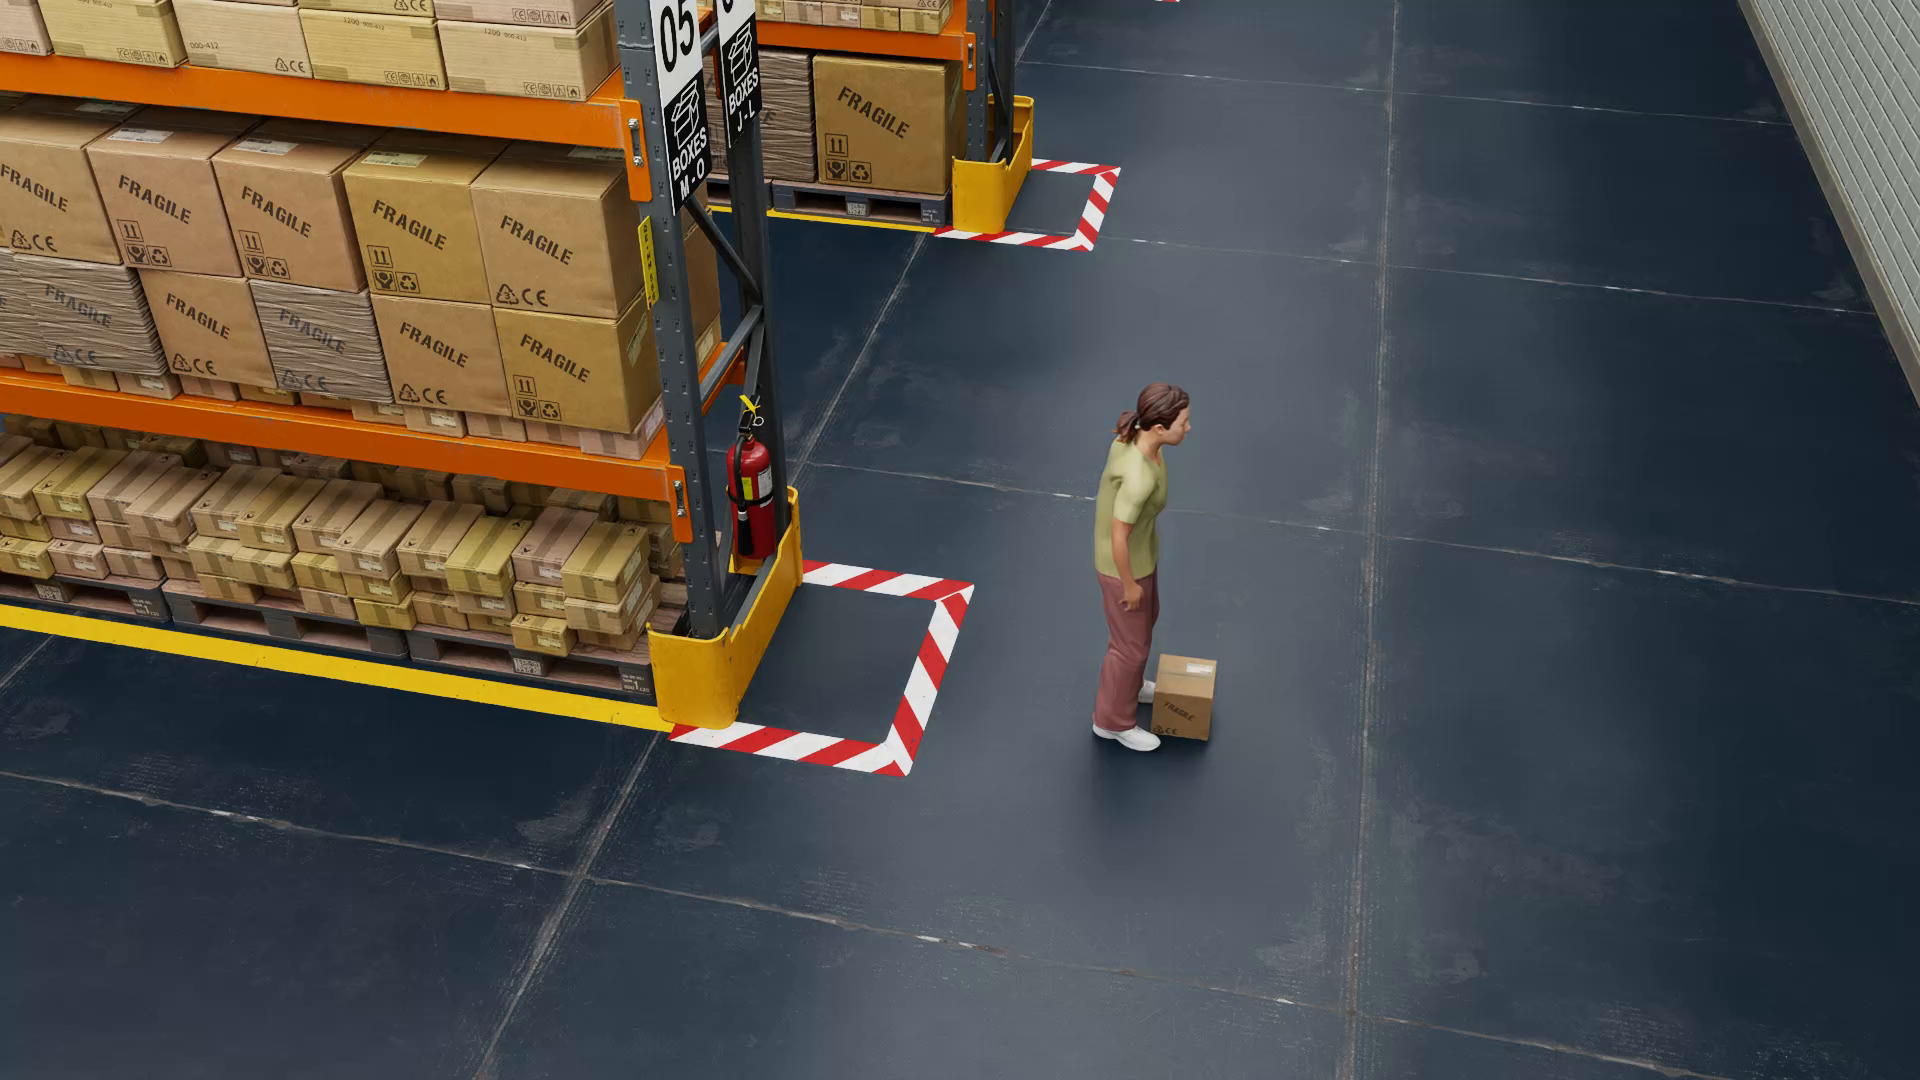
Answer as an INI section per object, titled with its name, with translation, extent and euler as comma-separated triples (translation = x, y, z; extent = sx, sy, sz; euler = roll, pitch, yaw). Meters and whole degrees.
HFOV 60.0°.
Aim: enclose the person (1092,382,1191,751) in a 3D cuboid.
[person]
translation = 0.729, 0.086, 6.850
extent = 0.364, 1.671, 0.503
euler = 6, 37, 8
